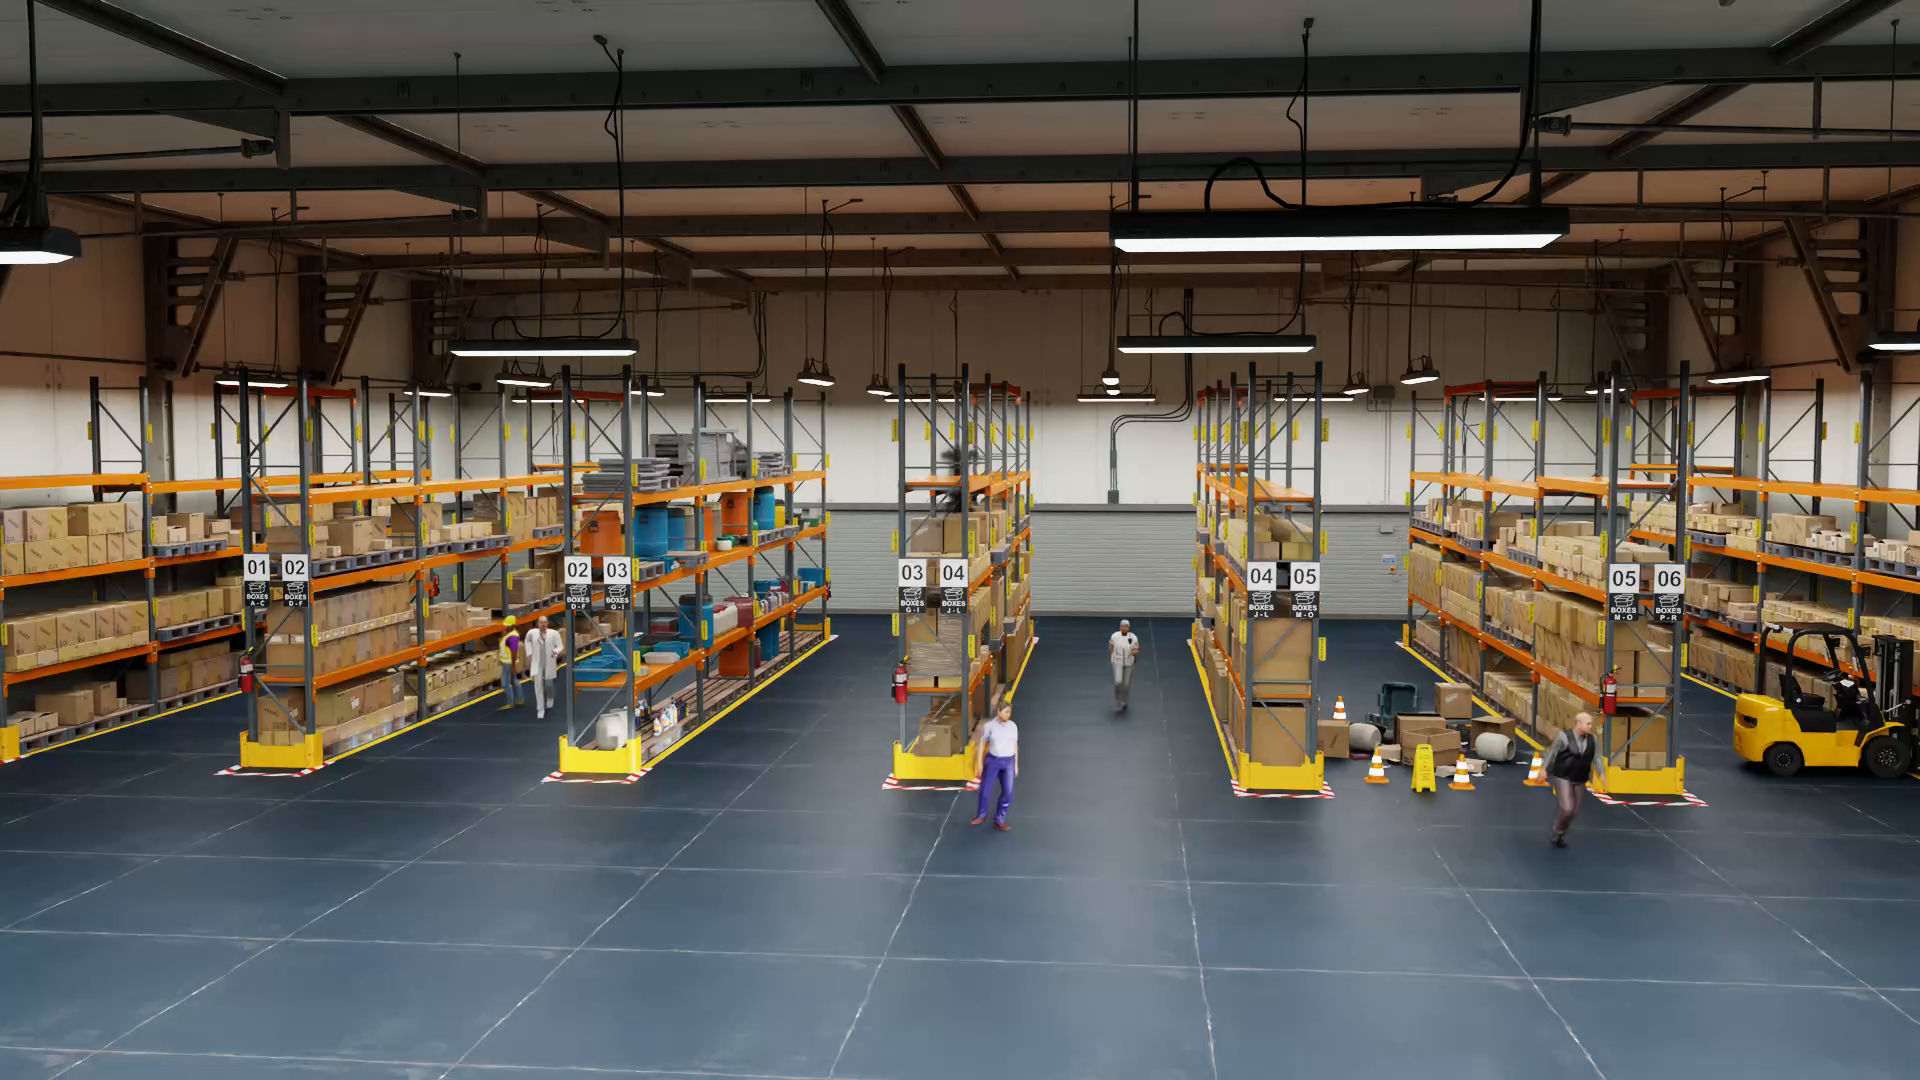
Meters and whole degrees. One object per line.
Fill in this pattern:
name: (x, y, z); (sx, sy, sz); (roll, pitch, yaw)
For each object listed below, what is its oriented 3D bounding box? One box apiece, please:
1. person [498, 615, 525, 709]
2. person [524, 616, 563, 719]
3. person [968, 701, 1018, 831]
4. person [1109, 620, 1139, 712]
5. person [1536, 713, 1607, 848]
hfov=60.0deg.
person: (-8.148, 2.204, 30.227); (0.496, 1.729, 0.779); (-2, 4, -27)
person: (-7.406, 2.221, 29.565); (0.674, 1.780, 1.052); (-1, 4, -9)
person: (0.428, 2.841, 21.015); (0.612, 1.631, 0.492); (-1, 4, -19)
person: (2.967, 2.268, 30.045); (0.495, 1.684, 0.789); (0, 4, -4)
person: (7.361, 2.846, 19.936); (0.639, 1.598, 0.720); (-1, 4, -15)
